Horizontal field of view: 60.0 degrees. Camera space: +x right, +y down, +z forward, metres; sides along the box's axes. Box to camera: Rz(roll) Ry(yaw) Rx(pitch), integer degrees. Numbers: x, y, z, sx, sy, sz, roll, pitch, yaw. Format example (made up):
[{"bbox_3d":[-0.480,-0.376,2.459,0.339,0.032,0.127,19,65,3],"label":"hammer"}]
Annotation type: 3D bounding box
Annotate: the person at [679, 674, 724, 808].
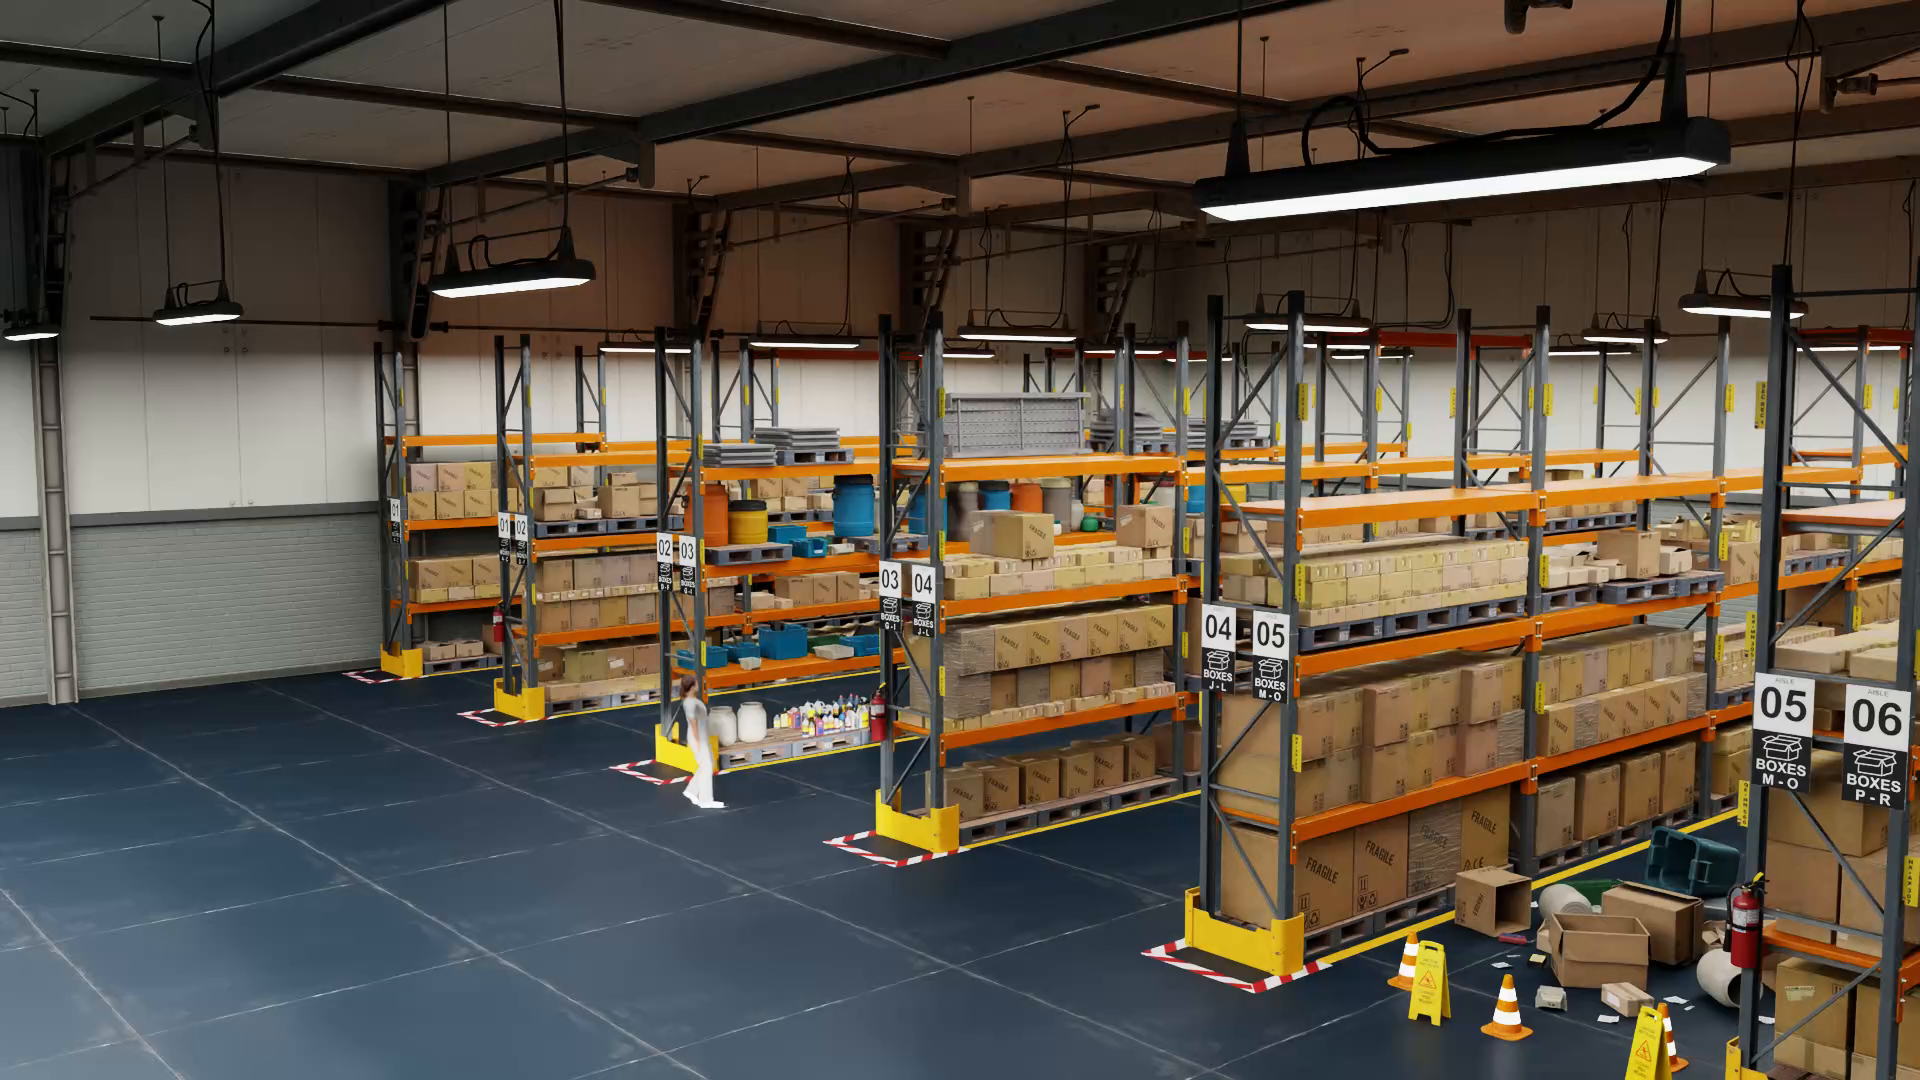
[{"bbox_3d":[-3.197,2.491,20.596,0.556,1.664,0.467,0,5,2],"label":"person"}]
